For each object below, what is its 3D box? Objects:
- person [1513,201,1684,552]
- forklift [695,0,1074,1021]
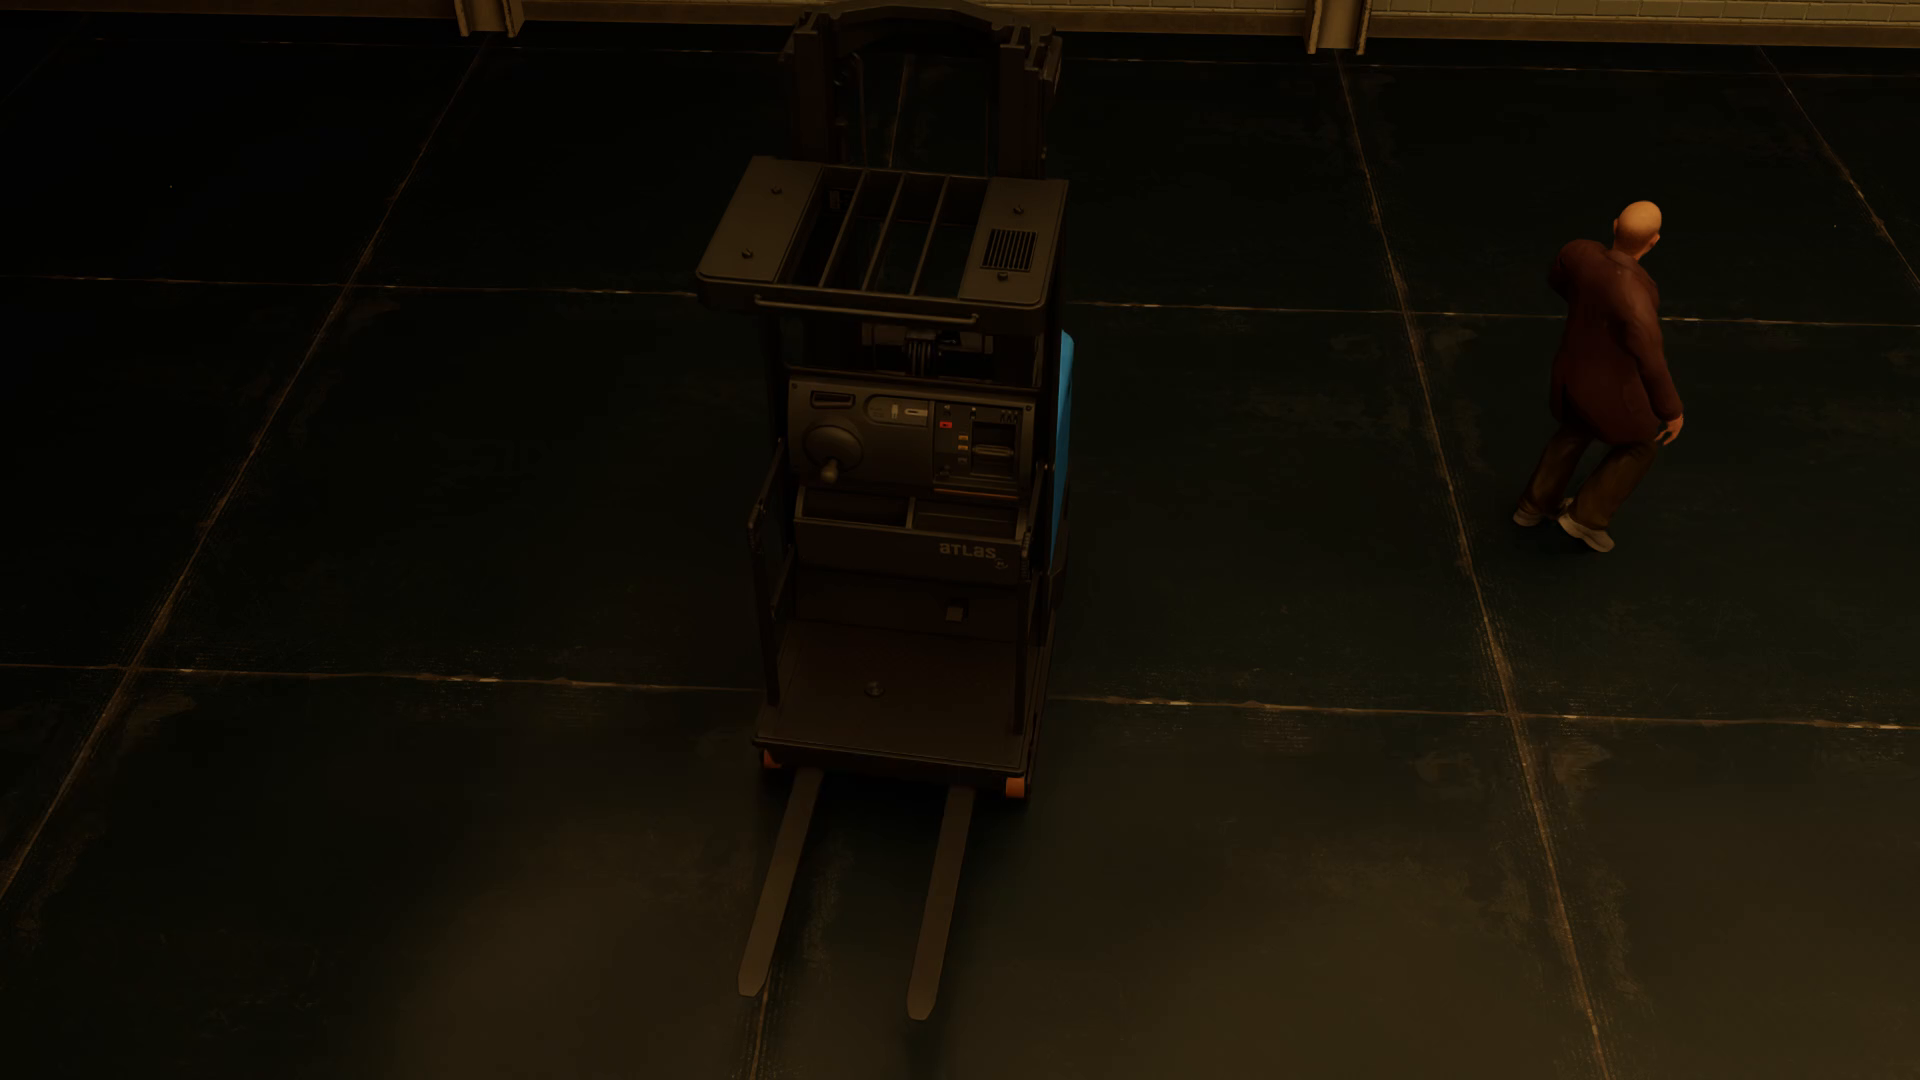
[{"bbox_3d":[2.876,-0.734,7.452,0.486,1.792,0.917,-10,43,-11],"label":"person"},{"bbox_3d":[-0.217,-0.295,6.065,1.130,2.935,3.031,6,43,6],"label":"forklift"}]
